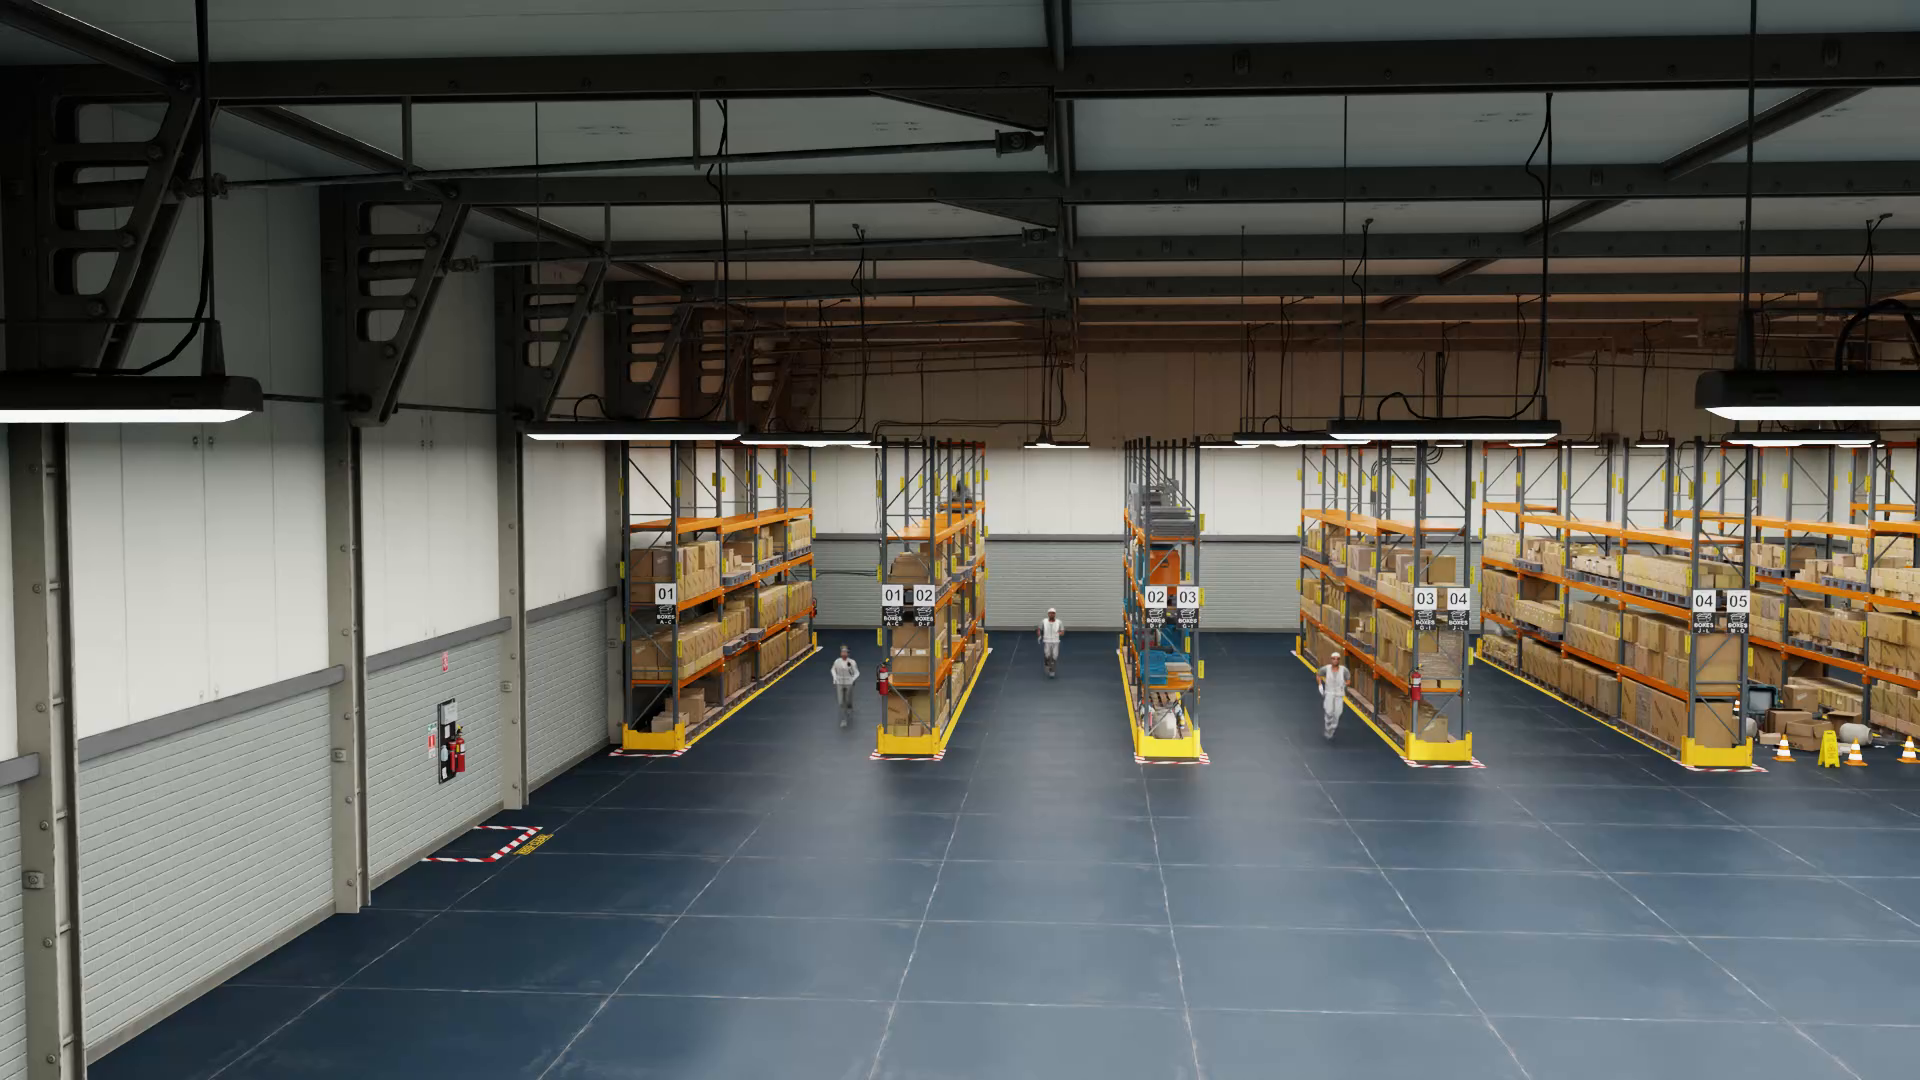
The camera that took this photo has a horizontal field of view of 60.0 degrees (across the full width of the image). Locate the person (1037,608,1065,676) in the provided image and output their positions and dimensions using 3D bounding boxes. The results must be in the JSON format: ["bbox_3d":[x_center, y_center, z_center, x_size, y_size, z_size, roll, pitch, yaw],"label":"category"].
[{"bbox_3d":[2.310,2.597,42.038,0.681,1.737,0.627,0,3,0],"label":"person"}]

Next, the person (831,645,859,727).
[{"bbox_3d":[-2.416,3.038,34.843,0.618,1.684,0.728,0,3,5],"label":"person"}]

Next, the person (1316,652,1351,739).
[{"bbox_3d":[7.387,3.076,32.815,0.651,1.736,0.677,0,3,5],"label":"person"}]

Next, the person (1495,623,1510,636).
[{"bbox_3d":[15.525,2.332,47.582,0.957,1.638,0.559,-1,3,-12],"label":"person"}]
